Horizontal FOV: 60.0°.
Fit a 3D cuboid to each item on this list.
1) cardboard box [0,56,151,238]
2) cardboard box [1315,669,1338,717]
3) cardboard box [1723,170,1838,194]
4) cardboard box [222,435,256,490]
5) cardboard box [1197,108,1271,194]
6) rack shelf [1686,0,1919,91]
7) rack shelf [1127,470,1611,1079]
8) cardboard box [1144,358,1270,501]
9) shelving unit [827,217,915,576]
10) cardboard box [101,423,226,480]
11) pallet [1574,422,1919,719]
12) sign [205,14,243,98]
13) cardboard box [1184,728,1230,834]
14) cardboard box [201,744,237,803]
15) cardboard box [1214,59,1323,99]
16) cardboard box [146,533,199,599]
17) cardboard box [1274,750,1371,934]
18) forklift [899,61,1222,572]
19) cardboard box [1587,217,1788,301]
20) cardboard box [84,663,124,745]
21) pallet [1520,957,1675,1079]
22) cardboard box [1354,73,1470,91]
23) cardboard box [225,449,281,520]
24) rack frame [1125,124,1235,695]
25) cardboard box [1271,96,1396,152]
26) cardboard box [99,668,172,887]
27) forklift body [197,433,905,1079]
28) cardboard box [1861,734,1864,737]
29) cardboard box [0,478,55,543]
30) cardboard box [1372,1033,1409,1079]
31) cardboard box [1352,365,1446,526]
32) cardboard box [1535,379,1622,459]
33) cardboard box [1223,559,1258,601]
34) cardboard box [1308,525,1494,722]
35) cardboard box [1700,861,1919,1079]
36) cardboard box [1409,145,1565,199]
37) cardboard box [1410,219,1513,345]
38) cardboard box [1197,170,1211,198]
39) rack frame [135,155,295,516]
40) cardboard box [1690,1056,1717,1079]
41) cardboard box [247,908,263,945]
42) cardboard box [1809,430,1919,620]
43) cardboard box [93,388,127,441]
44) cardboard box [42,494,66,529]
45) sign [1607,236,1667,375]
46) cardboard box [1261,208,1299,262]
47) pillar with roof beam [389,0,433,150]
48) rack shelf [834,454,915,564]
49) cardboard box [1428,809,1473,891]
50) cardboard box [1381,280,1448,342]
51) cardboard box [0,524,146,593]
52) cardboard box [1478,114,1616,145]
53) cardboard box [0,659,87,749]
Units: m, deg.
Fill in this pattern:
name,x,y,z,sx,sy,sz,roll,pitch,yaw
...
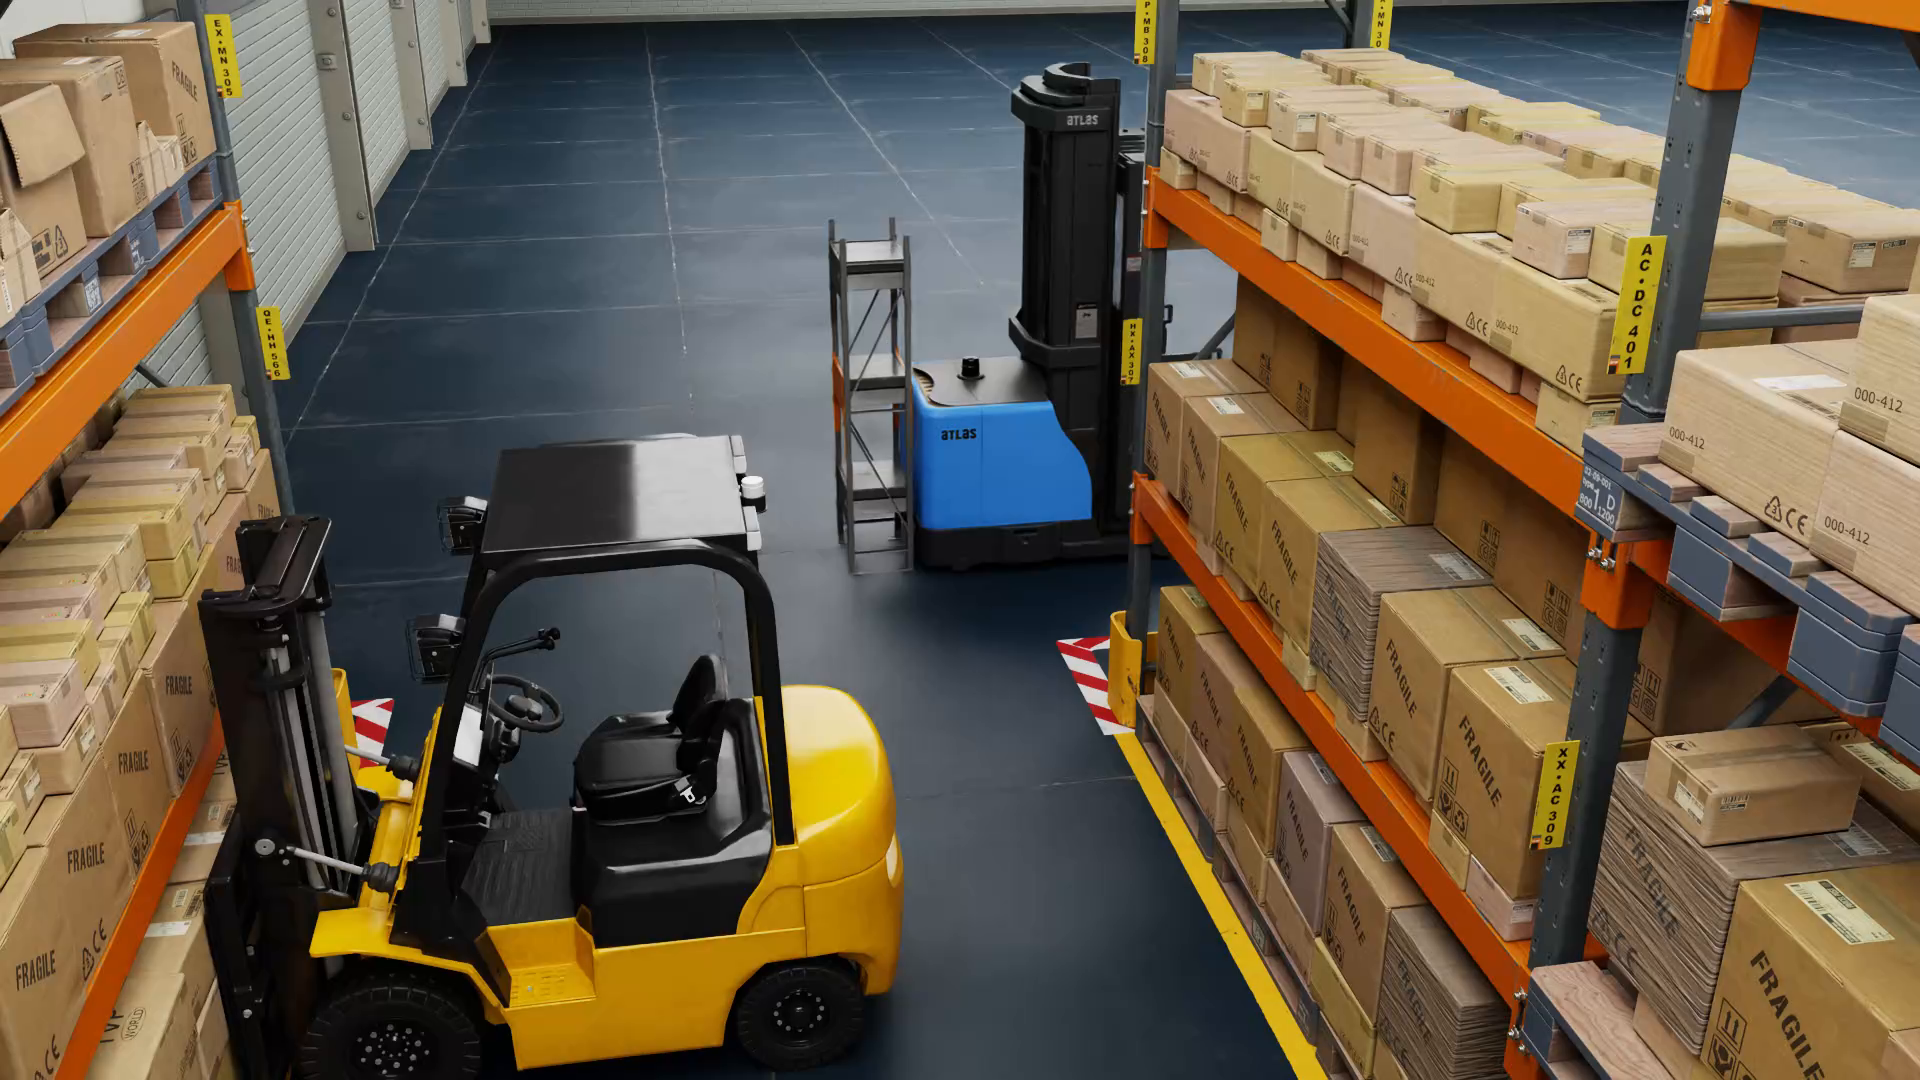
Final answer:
name,x,y,z,sx,sy,sz,roll,pitch,yaw
cardboard box,-3.105,-1.270,5.387,0.700,0.500,0.500,-4,24,-9
cardboard box,1.532,0.536,6.088,0.380,0.149,0.250,-5,24,-11
cardboard box,2.246,-0.950,4.748,0.380,0.149,0.250,-5,24,-11
cardboard box,-3.101,-0.306,6.769,0.380,0.149,0.250,-4,24,-9
cardboard box,1.275,-1.572,6.670,0.500,0.250,0.500,-5,24,-11
rack shelf,2.470,-0.422,1.872,1.077,0.370,4.000,-4,24,-10
rack shelf,1.730,0.570,6.596,1.077,0.370,4.000,-4,24,-10
cardboard box,1.175,-0.521,7.700,0.500,0.500,0.500,-5,24,-11
shelving unit,-0.534,-0.853,10.081,0.431,2.100,0.503,-5,24,-11
cardboard box,-3.092,-0.336,6.464,0.380,0.149,0.250,-4,24,-9
pallet,2.110,-0.011,3.514,1.213,0.211,1.003,-4,24,-10
sign,-2.981,-1.956,6.726,0.100,0.325,0.005,-4,24,-10
cardboard box,1.325,1.061,7.485,0.500,0.250,0.500,-3,24,-8
cardboard box,-2.922,0.988,6.401,0.500,0.250,0.500,-4,24,-9
cardboard box,1.288,-1.918,6.964,0.380,0.149,0.250,-4,24,-10
cardboard box,-2.916,0.098,5.843,0.380,0.149,0.250,-4,24,-9
cardboard box,1.536,1.138,6.371,0.500,0.500,0.500,-3,24,-7
forklift,1.162,-1.424,10.349,3.031,2.935,1.130,-4,24,-10
cardboard box,1.827,-0.706,4.189,0.380,0.149,0.250,-4,24,-9
cardboard box,-2.723,0.500,4.922,0.380,0.149,0.250,-5,24,-10
pallet,2.098,1.426,3.976,1.003,0.211,1.213,-4,24,-10
cardboard box,1.785,-1.753,6.586,0.380,0.149,0.250,-4,24,-9
cardboard box,-3.168,-0.049,6.990,0.500,0.500,0.500,-5,24,-11
rack frame,1.360,-0.546,8.253,1.000,3.000,0.127,-4,24,-10
cardboard box,1.355,-1.512,6.034,0.380,0.149,0.250,-4,24,-8
cardboard box,-2.810,0.754,5.152,0.500,0.500,0.500,-5,24,-10
forklift body,-1.373,0.822,6.180,2.313,2.155,1.214,-4,24,-10
cardboard box,4.173,1.101,7.600,0.637,0.503,0.797,18,29,36
cardboard box,-3.482,-0.100,5.925,0.380,0.149,0.250,-4,24,-8
cardboard box,1.727,1.882,5.604,0.500,0.250,0.500,-3,24,-7
cardboard box,1.907,-0.403,6.178,0.700,0.500,0.500,-4,24,-10
cardboard box,1.741,-0.334,4.333,0.380,0.149,0.250,-4,24,-9
cardboard box,1.332,0.129,7.021,0.380,0.149,0.250,-4,24,-8
cardboard box,1.571,0.283,5.858,0.500,0.500,0.500,-4,24,-8
cardboard box,1.998,1.055,3.565,0.500,0.500,0.500,-4,24,-10
cardboard box,1.619,-1.115,5.125,0.380,0.149,0.250,-5,24,-11
cardboard box,1.659,-0.767,4.827,0.500,0.250,0.500,-5,24,-11
cardboard box,1.239,-1.554,7.128,0.380,0.149,0.250,-5,24,-11
rack frame,-3.517,-0.177,7.408,1.000,3.000,0.127,-4,24,-10
cardboard box,1.929,1.290,3.839,0.380,0.149,0.250,-4,24,-9
cardboard box,-2.833,1.426,6.023,0.500,0.250,0.500,-4,24,-10
cardboard box,1.909,-0.012,2.945,0.500,0.250,0.500,-5,24,-10
cardboard box,-3.665,-0.509,6.860,0.380,0.149,0.250,-5,24,-11
cardboard box,-3.571,-0.065,6.217,0.380,0.149,0.250,-5,24,-12
sign,1.568,-0.541,3.848,0.100,0.325,0.005,-4,24,-10
cardboard box,1.345,-1.143,6.186,0.380,0.149,0.250,-4,24,-9
pillar with roof beam,-3.372,-9.985,22.368,9.100,9.000,0.400,-4,24,-10
rack shelf,-0.534,-0.200,10.366,0.431,0.518,0.480,-5,24,-11
cardboard box,1.688,0.941,5.162,0.380,0.149,0.250,-4,24,-9
cardboard box,1.566,-0.740,5.262,0.380,0.149,0.250,-4,24,-8
cardboard box,-2.954,0.071,5.532,0.380,0.149,0.250,-4,24,-9
cardboard box,1.994,-1.351,5.666,0.380,0.149,0.250,-4,24,-9
cardboard box,-2.684,0.465,4.632,0.380,0.149,0.250,-4,24,-9
